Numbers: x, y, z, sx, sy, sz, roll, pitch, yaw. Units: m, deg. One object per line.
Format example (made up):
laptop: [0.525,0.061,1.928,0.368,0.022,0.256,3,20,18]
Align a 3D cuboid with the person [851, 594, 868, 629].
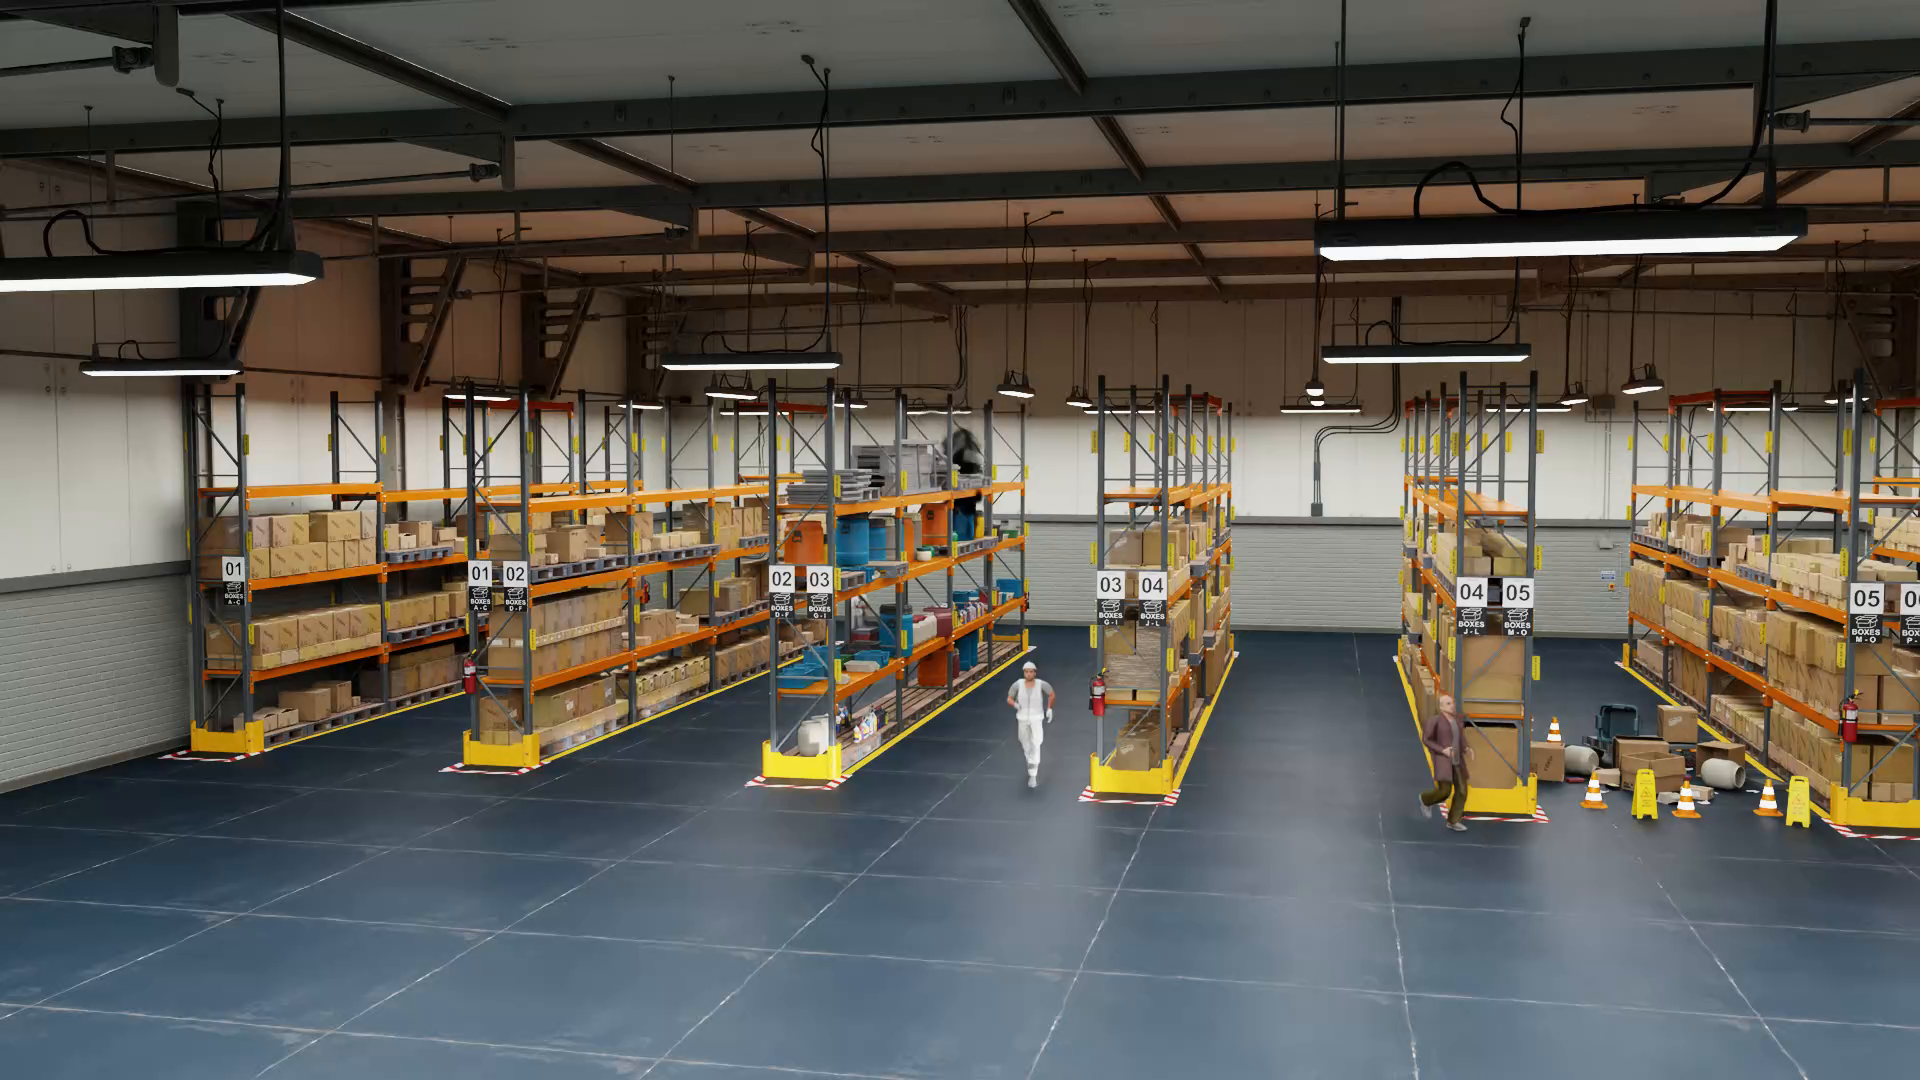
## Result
person: [-2.376,1.779,38.097,0.537,1.761,0.825,0,3,-1]

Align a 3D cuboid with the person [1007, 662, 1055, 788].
person: [1.040,2.696,24.713,0.688,1.799,0.963,1,3,11]

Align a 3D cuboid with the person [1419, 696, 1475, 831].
person: [6.351,2.896,21.709,0.717,1.724,0.786,-1,4,-24]
